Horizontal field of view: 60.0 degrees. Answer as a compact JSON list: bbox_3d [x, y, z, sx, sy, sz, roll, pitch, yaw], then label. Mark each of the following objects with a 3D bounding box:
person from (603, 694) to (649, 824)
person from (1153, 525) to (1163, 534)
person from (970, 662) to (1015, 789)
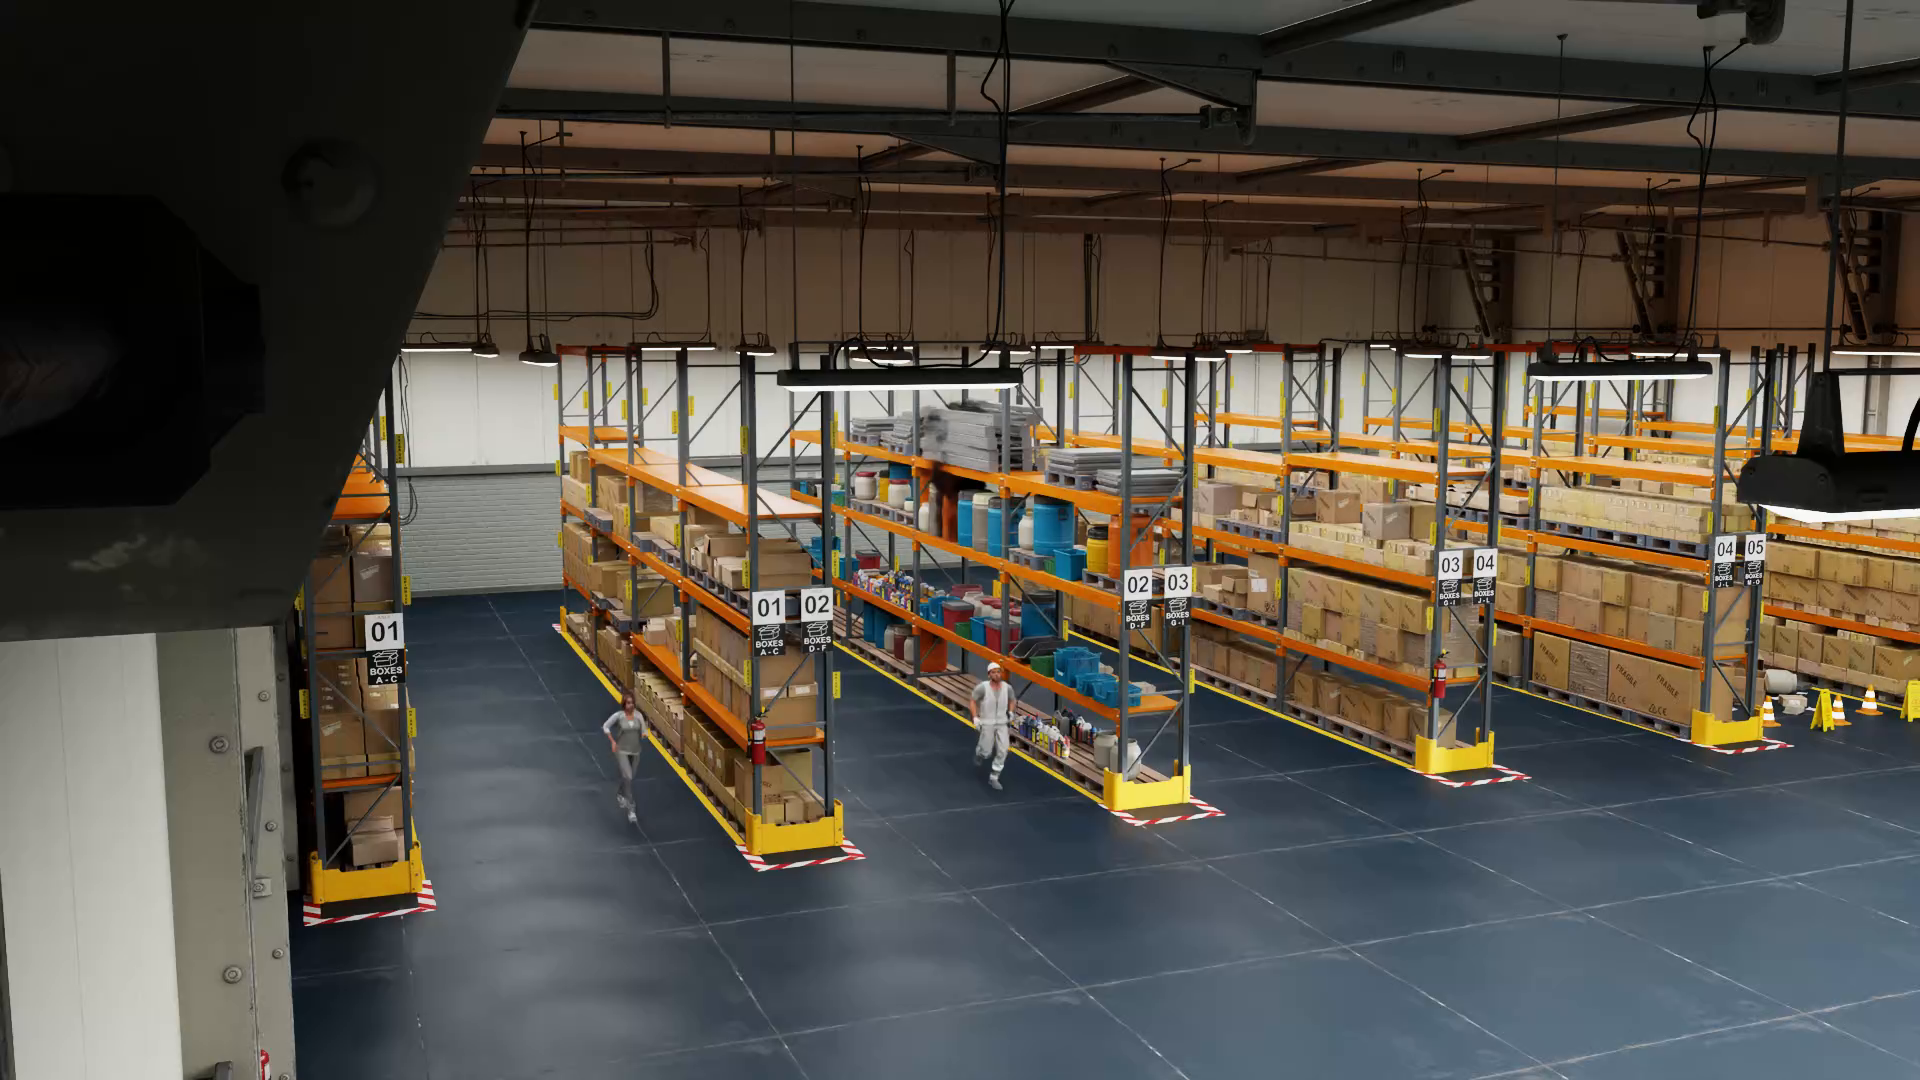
[{"bbox_3d":[-4.317,2.797,21.616,0.528,1.642,0.767,-5,9,-35],"label":"person"},{"bbox_3d":[4.957,0.251,41.364,0.766,1.789,0.828,-5,9,-32],"label":"person"},{"bbox_3d":[0.462,2.549,23.145,0.653,1.732,0.666,-2,7,-12],"label":"person"}]
